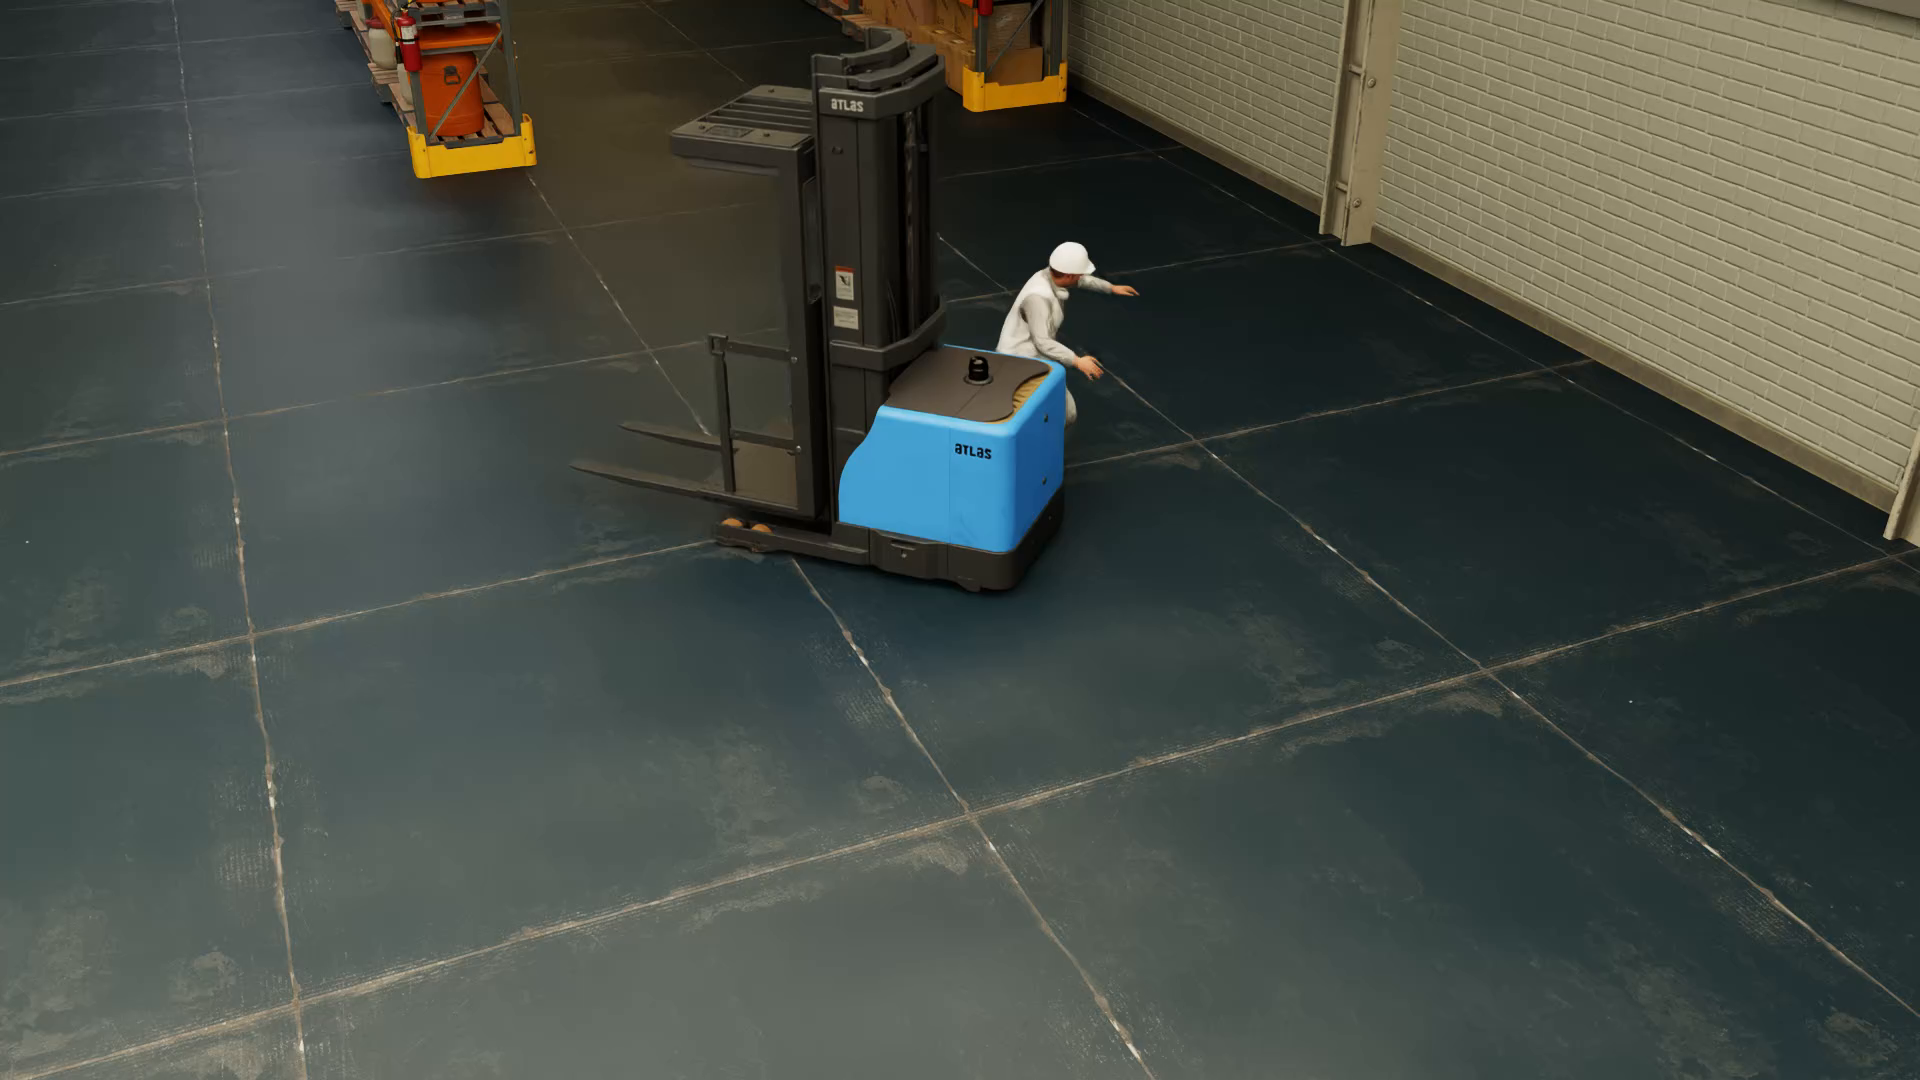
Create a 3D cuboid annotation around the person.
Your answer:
[{"bbox_3d":[0.616,-1.100,10.495,0.840,1.531,1.403,7,30,11],"label":"person"}]

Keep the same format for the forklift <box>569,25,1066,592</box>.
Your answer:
[{"bbox_3d":[-0.933,-1.428,9.618,3.031,2.935,1.130,11,32,19],"label":"forklift"}]
